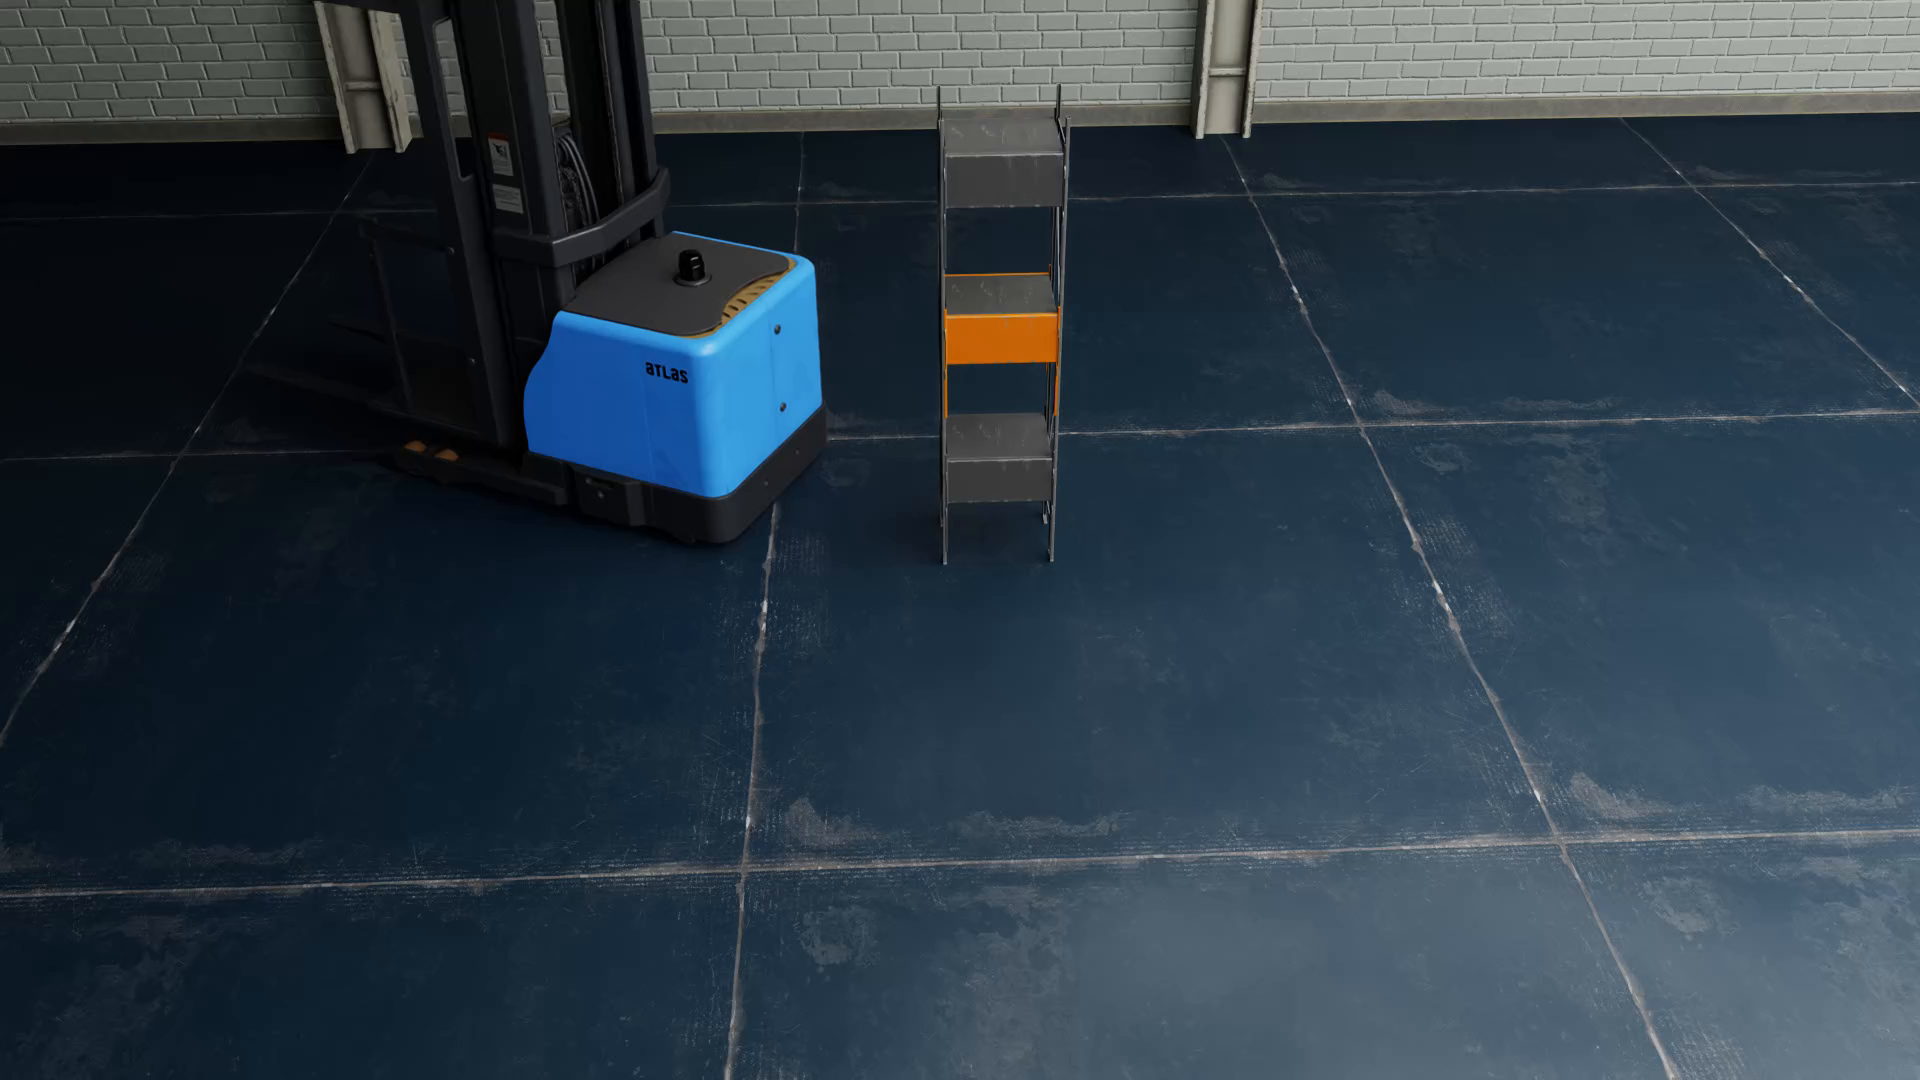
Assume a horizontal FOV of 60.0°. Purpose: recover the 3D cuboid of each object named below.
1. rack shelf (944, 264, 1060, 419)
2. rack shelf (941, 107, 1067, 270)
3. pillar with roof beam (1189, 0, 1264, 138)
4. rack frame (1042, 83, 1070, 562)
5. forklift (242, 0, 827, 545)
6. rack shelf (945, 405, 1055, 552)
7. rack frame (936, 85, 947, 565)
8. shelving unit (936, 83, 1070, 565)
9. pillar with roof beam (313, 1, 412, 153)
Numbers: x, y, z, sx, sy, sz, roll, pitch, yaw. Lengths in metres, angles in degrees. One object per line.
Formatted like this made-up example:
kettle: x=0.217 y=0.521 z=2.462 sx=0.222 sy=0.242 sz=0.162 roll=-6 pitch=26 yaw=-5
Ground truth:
rack shelf: x=0.165 y=-0.857 z=7.167 sx=0.480 sy=0.518 sz=0.431 roll=-2 pitch=35 yaw=-2
rack shelf: x=0.165 y=-1.432 z=6.768 sx=0.480 sy=0.518 sz=0.431 roll=-2 pitch=35 yaw=-2
pillar with roof beam: x=2.079 y=-4.221 z=5.941 sx=0.400 sy=9.000 sz=9.100 roll=-2 pitch=35 yaw=-2
rack frame: x=0.409 y=-0.874 z=7.168 sx=0.015 sy=2.100 sz=0.400 roll=-2 pitch=35 yaw=-2
forklift: x=-2.225 y=-1.737 z=7.685 sx=3.031 sy=2.935 sz=1.130 roll=14 pitch=37 yaw=20
rack shelf: x=0.165 y=-0.281 z=7.565 sx=0.480 sy=0.518 sz=0.431 roll=-2 pitch=35 yaw=-2
rack frame: x=-0.078 y=-0.861 z=7.149 sx=0.015 sy=2.100 sz=0.400 roll=-2 pitch=35 yaw=-2
shelving unit: x=0.165 y=-0.868 z=7.159 sx=0.503 sy=2.100 sz=0.431 roll=-2 pitch=35 yaw=-2
pillar with roof beam: x=-3.914 y=-4.059 z=5.708 sx=0.400 sy=9.000 sz=9.100 roll=-2 pitch=35 yaw=-2
